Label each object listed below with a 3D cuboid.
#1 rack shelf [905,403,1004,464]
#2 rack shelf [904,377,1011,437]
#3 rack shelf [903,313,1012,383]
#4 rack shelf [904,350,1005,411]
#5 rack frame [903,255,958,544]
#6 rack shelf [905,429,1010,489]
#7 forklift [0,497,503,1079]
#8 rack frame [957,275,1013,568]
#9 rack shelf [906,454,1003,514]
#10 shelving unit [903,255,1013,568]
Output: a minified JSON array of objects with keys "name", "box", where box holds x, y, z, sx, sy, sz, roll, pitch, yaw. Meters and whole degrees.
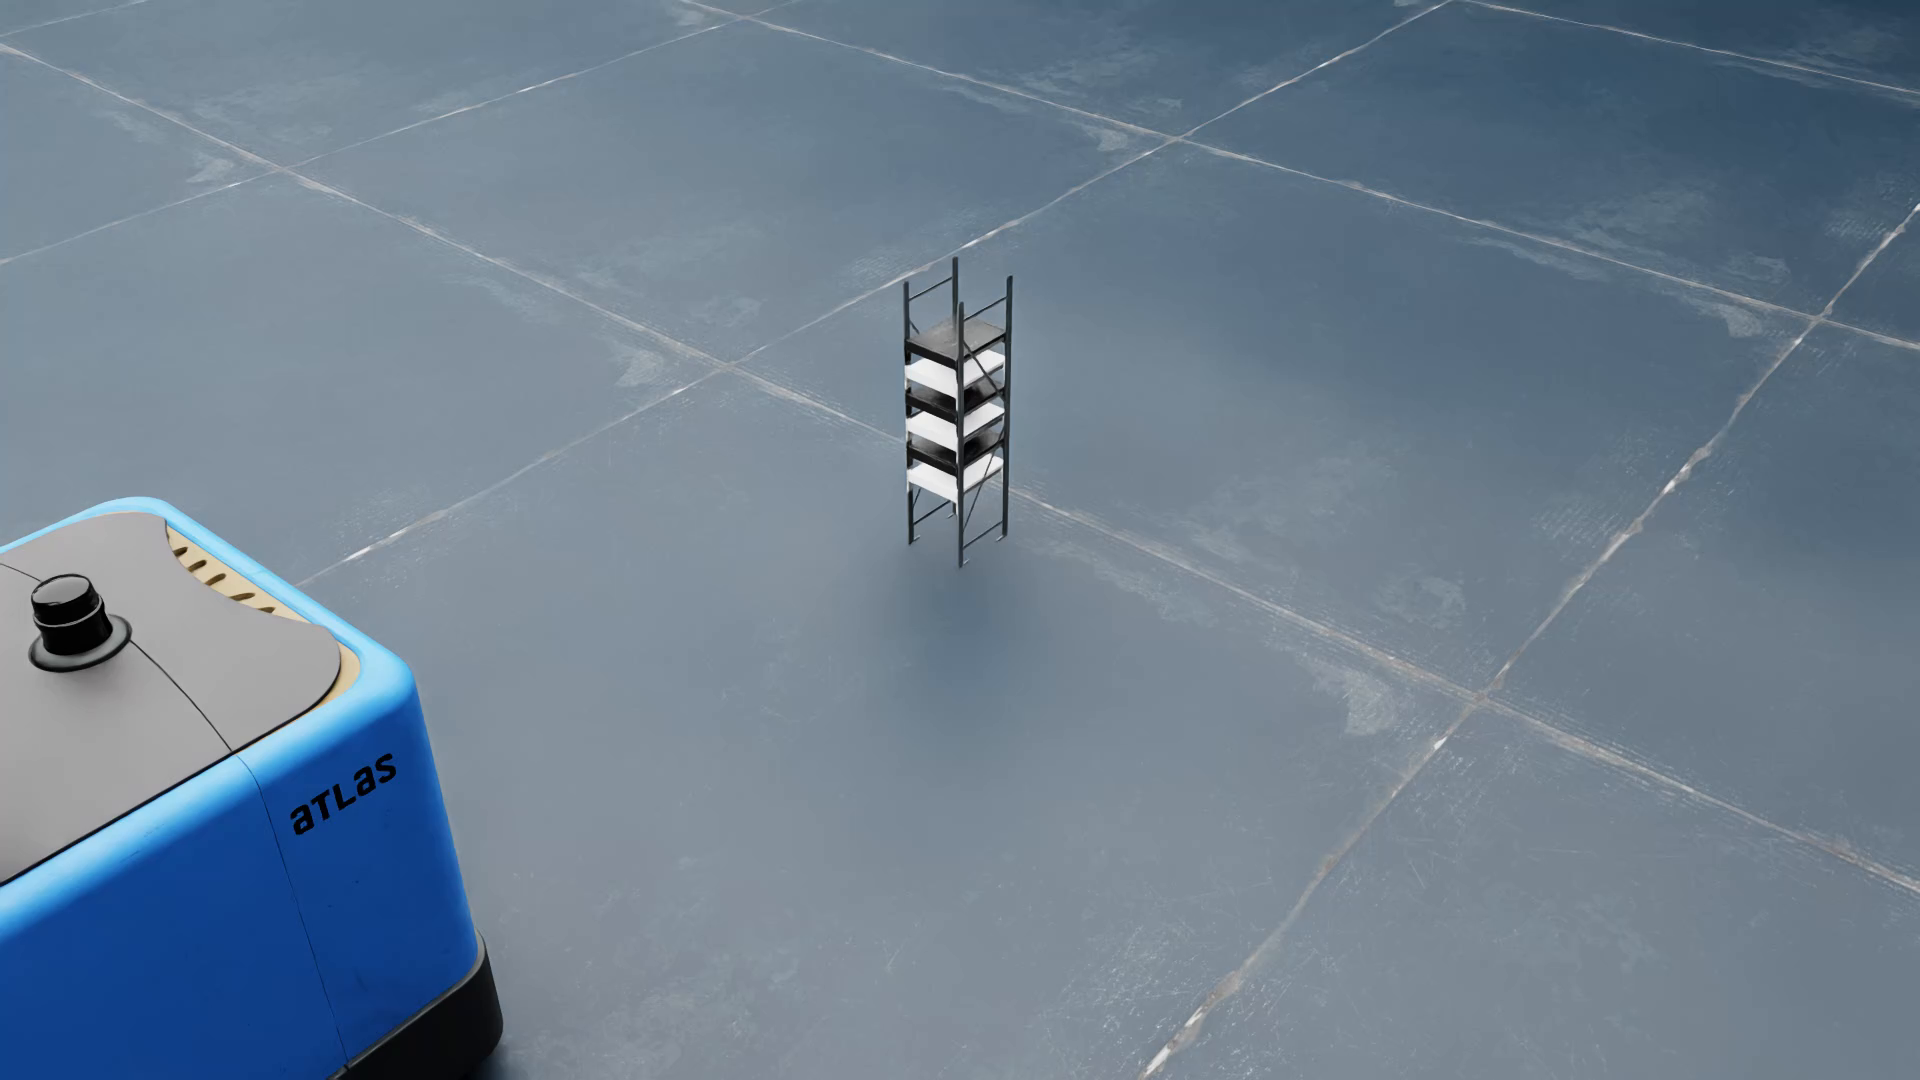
[{"name":"rack shelf","box":[-0.006,-0.346,5.018,0.200,0.077,0.258,25,42,32]},{"name":"rack shelf","box":[-0.006,-0.421,4.967,0.200,0.077,0.258,25,42,32]},{"name":"rack shelf","box":[-0.006,-0.569,4.866,0.200,0.077,0.258,25,42,32]},{"name":"rack shelf","box":[-0.006,-0.495,4.917,0.200,0.077,0.258,25,42,32]},{"name":"rack frame","box":[-0.084,-0.411,5.053,0.006,0.900,0.240,25,42,32]},{"name":"rack shelf","box":[-0.006,-0.272,5.069,0.200,0.077,0.258,25,42,32]},{"name":"forklift","box":[-2.309,0.378,2.111,1.130,2.935,3.031,25,42,32]},{"name":"rack frame","box":[0.072,-0.337,4.946,0.006,0.900,0.240,25,42,32]},{"name":"rack shelf","box":[-0.006,-0.198,5.120,0.200,0.077,0.258,25,42,32]},{"name":"shelving unit","box":[-0.006,-0.374,5.000,0.210,0.900,0.258,25,42,32]}]
